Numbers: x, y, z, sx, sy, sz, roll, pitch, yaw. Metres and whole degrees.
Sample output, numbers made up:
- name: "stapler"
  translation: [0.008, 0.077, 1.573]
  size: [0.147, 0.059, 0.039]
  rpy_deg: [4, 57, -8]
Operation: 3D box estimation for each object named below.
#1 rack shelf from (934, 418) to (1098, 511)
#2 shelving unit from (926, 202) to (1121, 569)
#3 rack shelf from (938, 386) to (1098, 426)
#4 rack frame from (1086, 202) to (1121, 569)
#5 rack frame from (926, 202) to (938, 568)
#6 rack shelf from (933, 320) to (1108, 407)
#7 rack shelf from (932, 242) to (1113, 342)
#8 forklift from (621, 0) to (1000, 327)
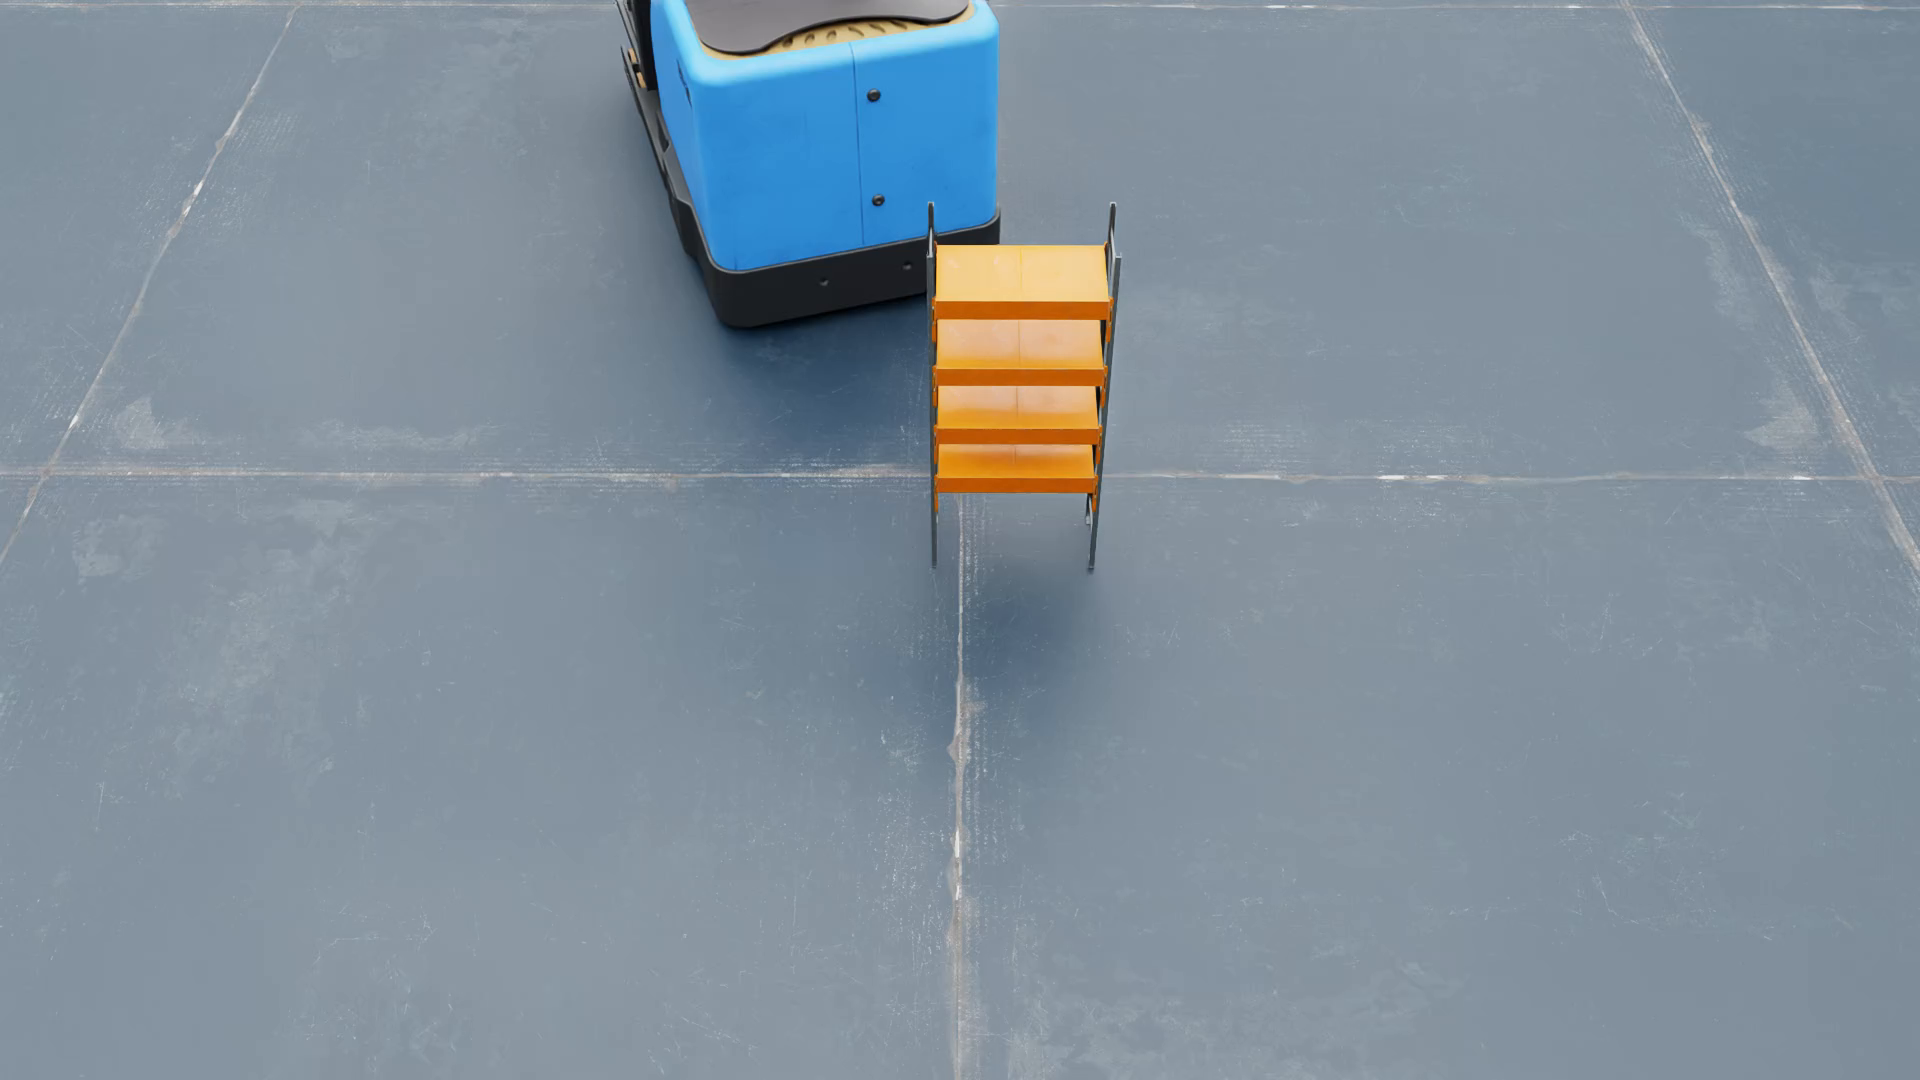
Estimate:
- name: "rack shelf"
  translation: [0.166, -0.227, 5.005]
  size: [0.480, 0.148, 0.258]
  rpy_deg: [0, 47, 0]
- name: "shelving unit"
  translation: [0.166, -0.408, 4.810]
  size: [0.503, 1.200, 0.258]
  rpy_deg: [0, 47, 0]
- name: "rack shelf"
  translation: [0.166, -0.389, 4.831]
  size: [0.457, 0.050, 0.221]
  rpy_deg: [0, 47, 0]
- name: "rack frame"
  translation: [0.410, -0.408, 4.810]
  size: [0.015, 1.200, 0.240]
  rpy_deg: [0, 47, 0]
- name: "rack frame"
  translation: [-0.078, -0.409, 4.811]
  size: [0.015, 1.200, 0.240]
  rpy_deg: [0, 47, 0]
- name: "rack shelf"
  translation: [0.166, -0.515, 4.696]
  size: [0.480, 0.148, 0.258]
  rpy_deg: [0, 47, 0]
- name: "rack shelf"
  translation: [0.166, -0.676, 4.523]
  size: [0.480, 0.148, 0.258]
  rpy_deg: [0, 47, 0]
- name: "forklift"
  translation: [-0.621, -2.446, 5.568]
  size: [1.129, 2.867, 1.939]
  rpy_deg: [-13, 48, -12]
